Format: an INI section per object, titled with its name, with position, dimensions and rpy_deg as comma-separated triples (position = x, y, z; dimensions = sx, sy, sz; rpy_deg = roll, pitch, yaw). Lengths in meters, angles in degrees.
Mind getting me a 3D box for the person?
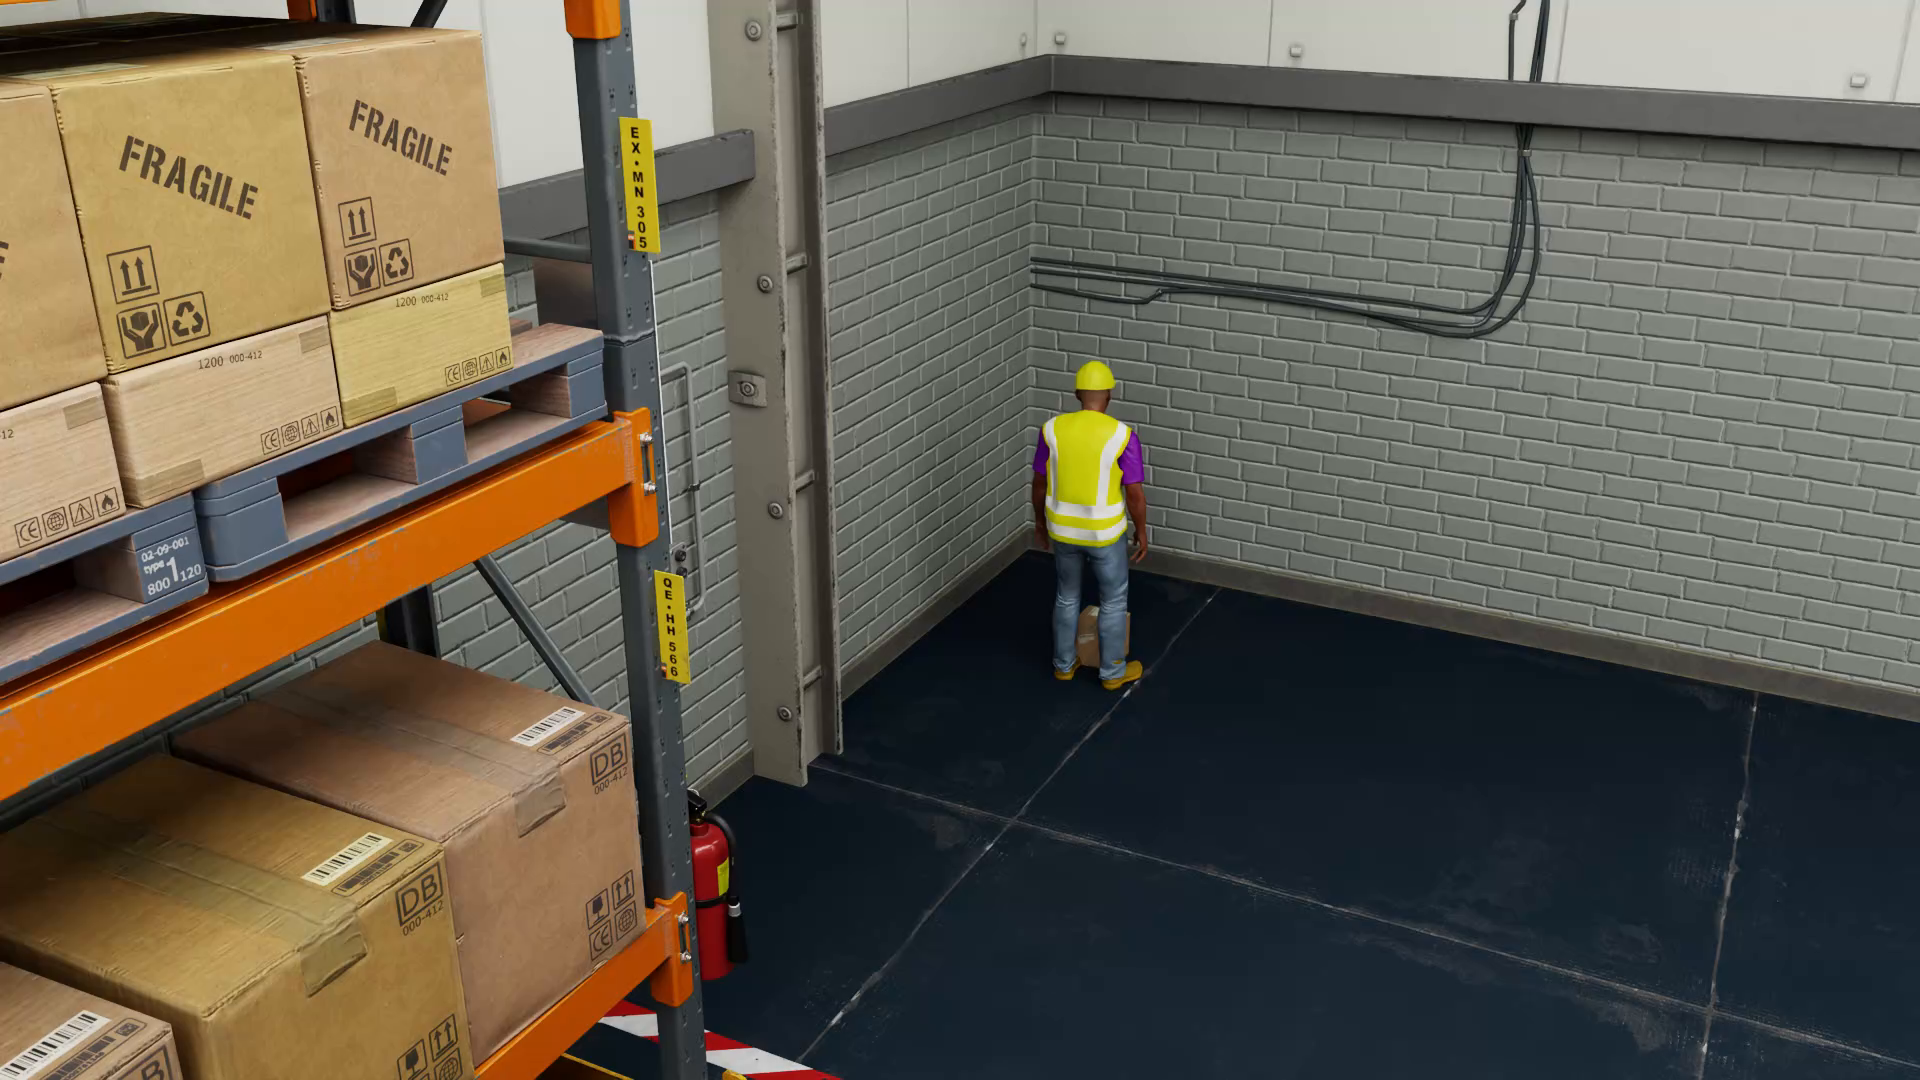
[person]
position = 0.687, -0.072, 8.749
dimensions = 0.627, 1.755, 0.462
rpy_deg = 10, 24, 22
